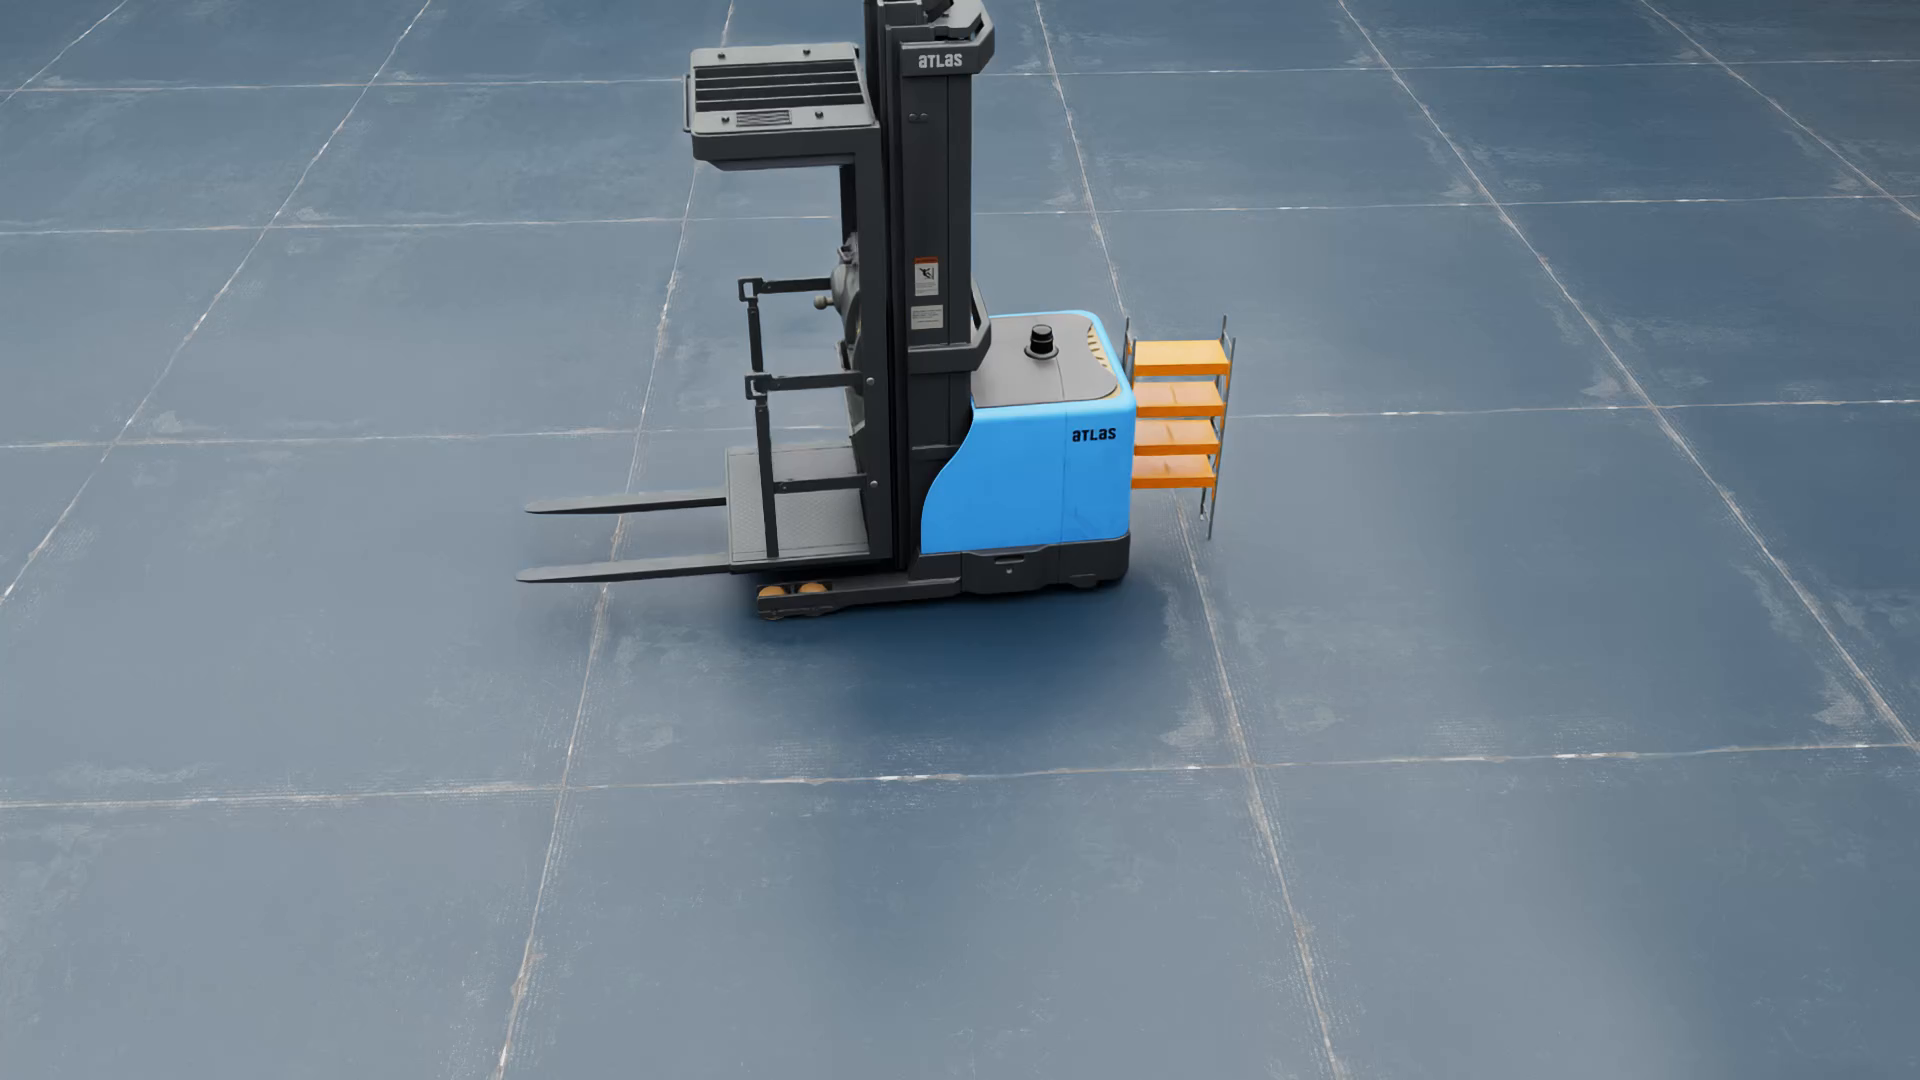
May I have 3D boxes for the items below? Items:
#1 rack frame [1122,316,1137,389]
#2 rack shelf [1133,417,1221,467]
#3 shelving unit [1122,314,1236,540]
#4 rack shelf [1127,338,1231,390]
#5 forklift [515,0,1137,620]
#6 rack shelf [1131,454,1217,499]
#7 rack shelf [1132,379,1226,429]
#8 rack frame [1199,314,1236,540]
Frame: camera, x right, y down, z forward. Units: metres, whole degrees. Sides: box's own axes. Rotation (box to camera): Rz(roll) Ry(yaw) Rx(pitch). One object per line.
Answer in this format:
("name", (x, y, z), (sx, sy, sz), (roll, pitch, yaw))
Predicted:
("rack frame", (0.827, -0.547, 8.470), (0.015, 1.200, 0.240), (-1, 35, -4))
("rack shelf", (1.069, -0.498, 8.525), (0.480, 0.148, 0.258), (-1, 35, -4))
("shelving unit", (1.071, -0.553, 8.487), (0.503, 1.200, 0.258), (-1, 35, -4))
("rack shelf", (1.078, -0.877, 8.264), (0.480, 0.148, 0.258), (-1, 35, -4))
("forklift", (-0.708, -1.134, 7.813), (3.031, 2.935, 1.130), (-5, 35, -7))
("rack shelf", (1.066, -0.335, 8.638), (0.480, 0.148, 0.258), (-1, 35, -4))
("rack shelf", (1.073, -0.682, 8.398), (0.480, 0.148, 0.258), (-1, 35, -4))
("rack frame", (1.314, -0.560, 8.504), (0.015, 1.200, 0.240), (-1, 35, -4))
